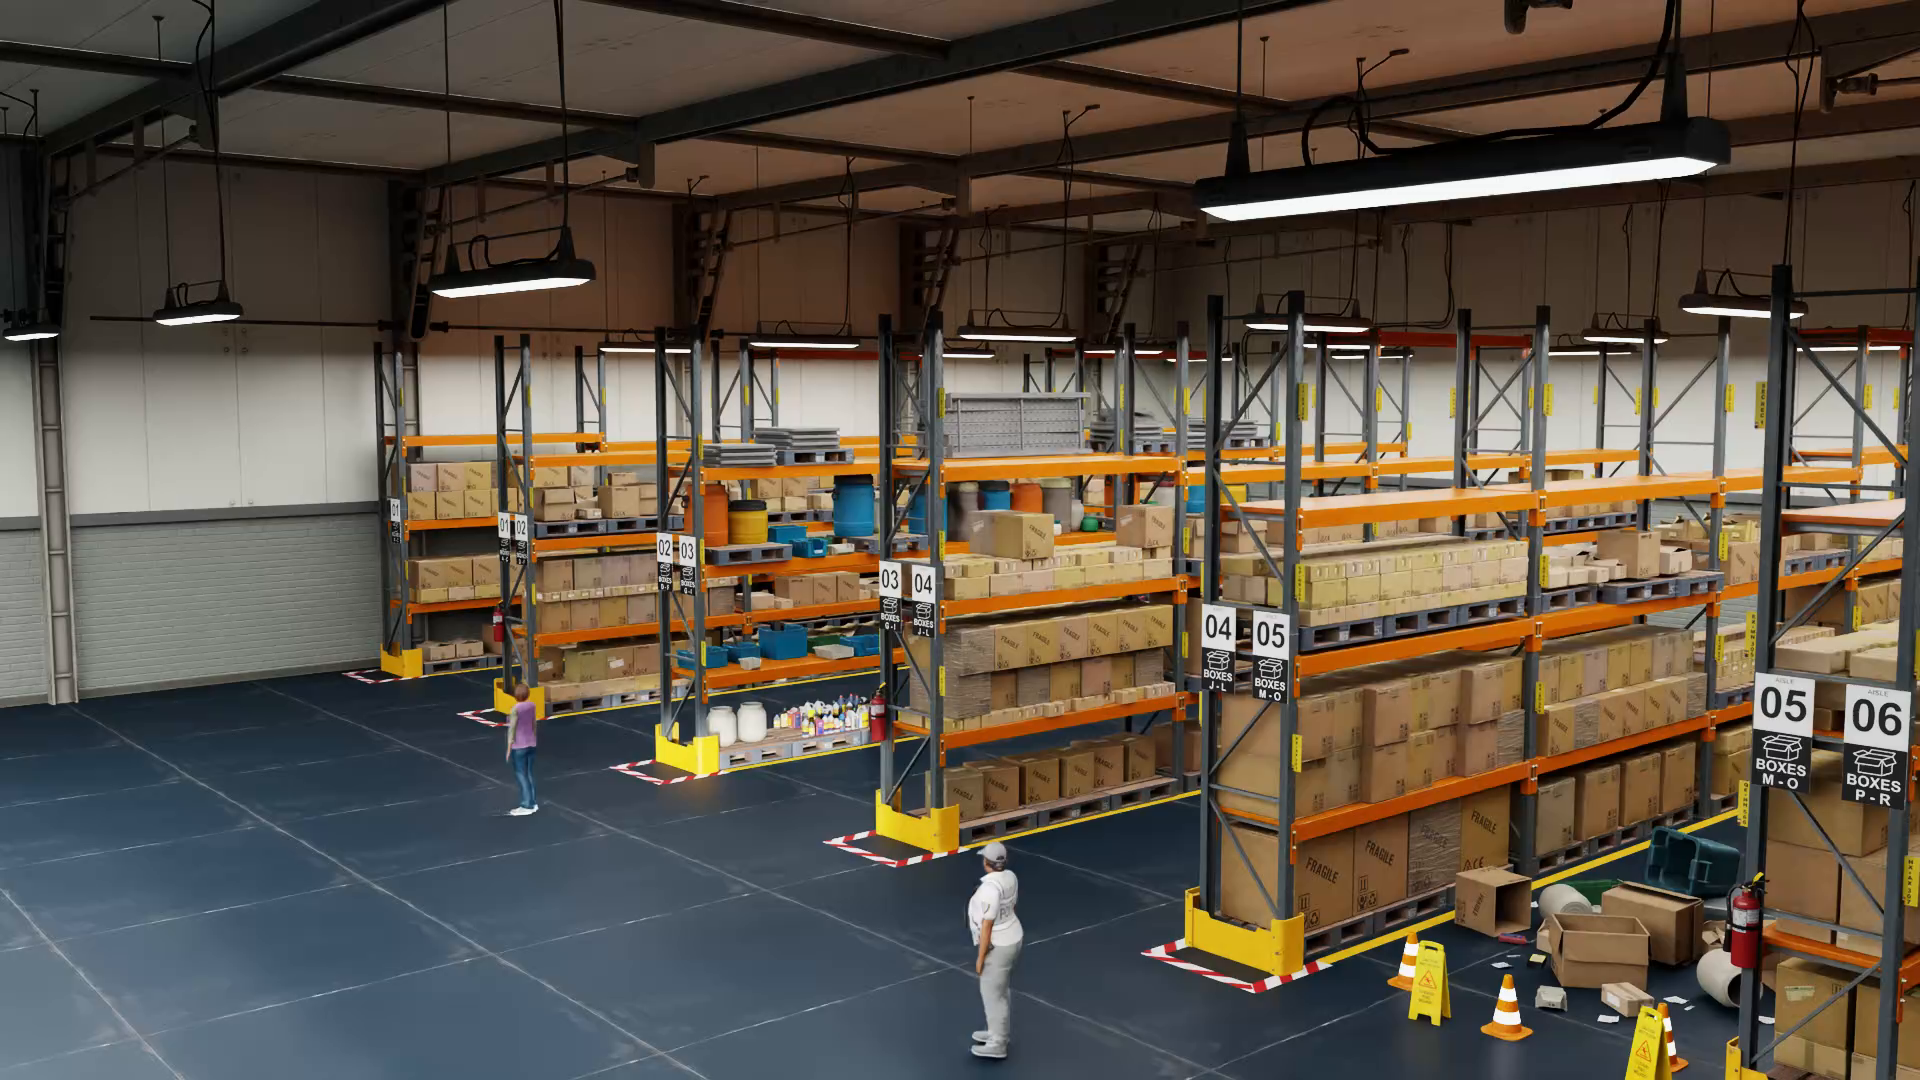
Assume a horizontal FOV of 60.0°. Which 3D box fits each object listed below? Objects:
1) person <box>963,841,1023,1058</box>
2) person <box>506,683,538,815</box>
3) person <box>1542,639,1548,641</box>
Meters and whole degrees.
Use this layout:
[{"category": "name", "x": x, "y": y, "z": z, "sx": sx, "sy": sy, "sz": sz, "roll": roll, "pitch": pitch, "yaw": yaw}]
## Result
[{"category": "person", "x": 0.260, "y": 3.153, "z": 12.907, "sx": 0.432, "sy": 1.664, "sz": 0.534, "roll": 2, "pitch": 5, "yaw": 16}, {"category": "person", "x": -5.299, "y": 2.551, "z": 20.168, "sx": 0.355, "sy": 1.602, "sz": 0.533, "roll": 2, "pitch": 6, "yaw": 23}, {"category": "person", "x": 8.196, "y": 2.229, "z": 23.179, "sx": 0.833, "sy": 1.707, "sz": 0.485, "roll": -4, "pitch": 7, "yaw": -37}]
